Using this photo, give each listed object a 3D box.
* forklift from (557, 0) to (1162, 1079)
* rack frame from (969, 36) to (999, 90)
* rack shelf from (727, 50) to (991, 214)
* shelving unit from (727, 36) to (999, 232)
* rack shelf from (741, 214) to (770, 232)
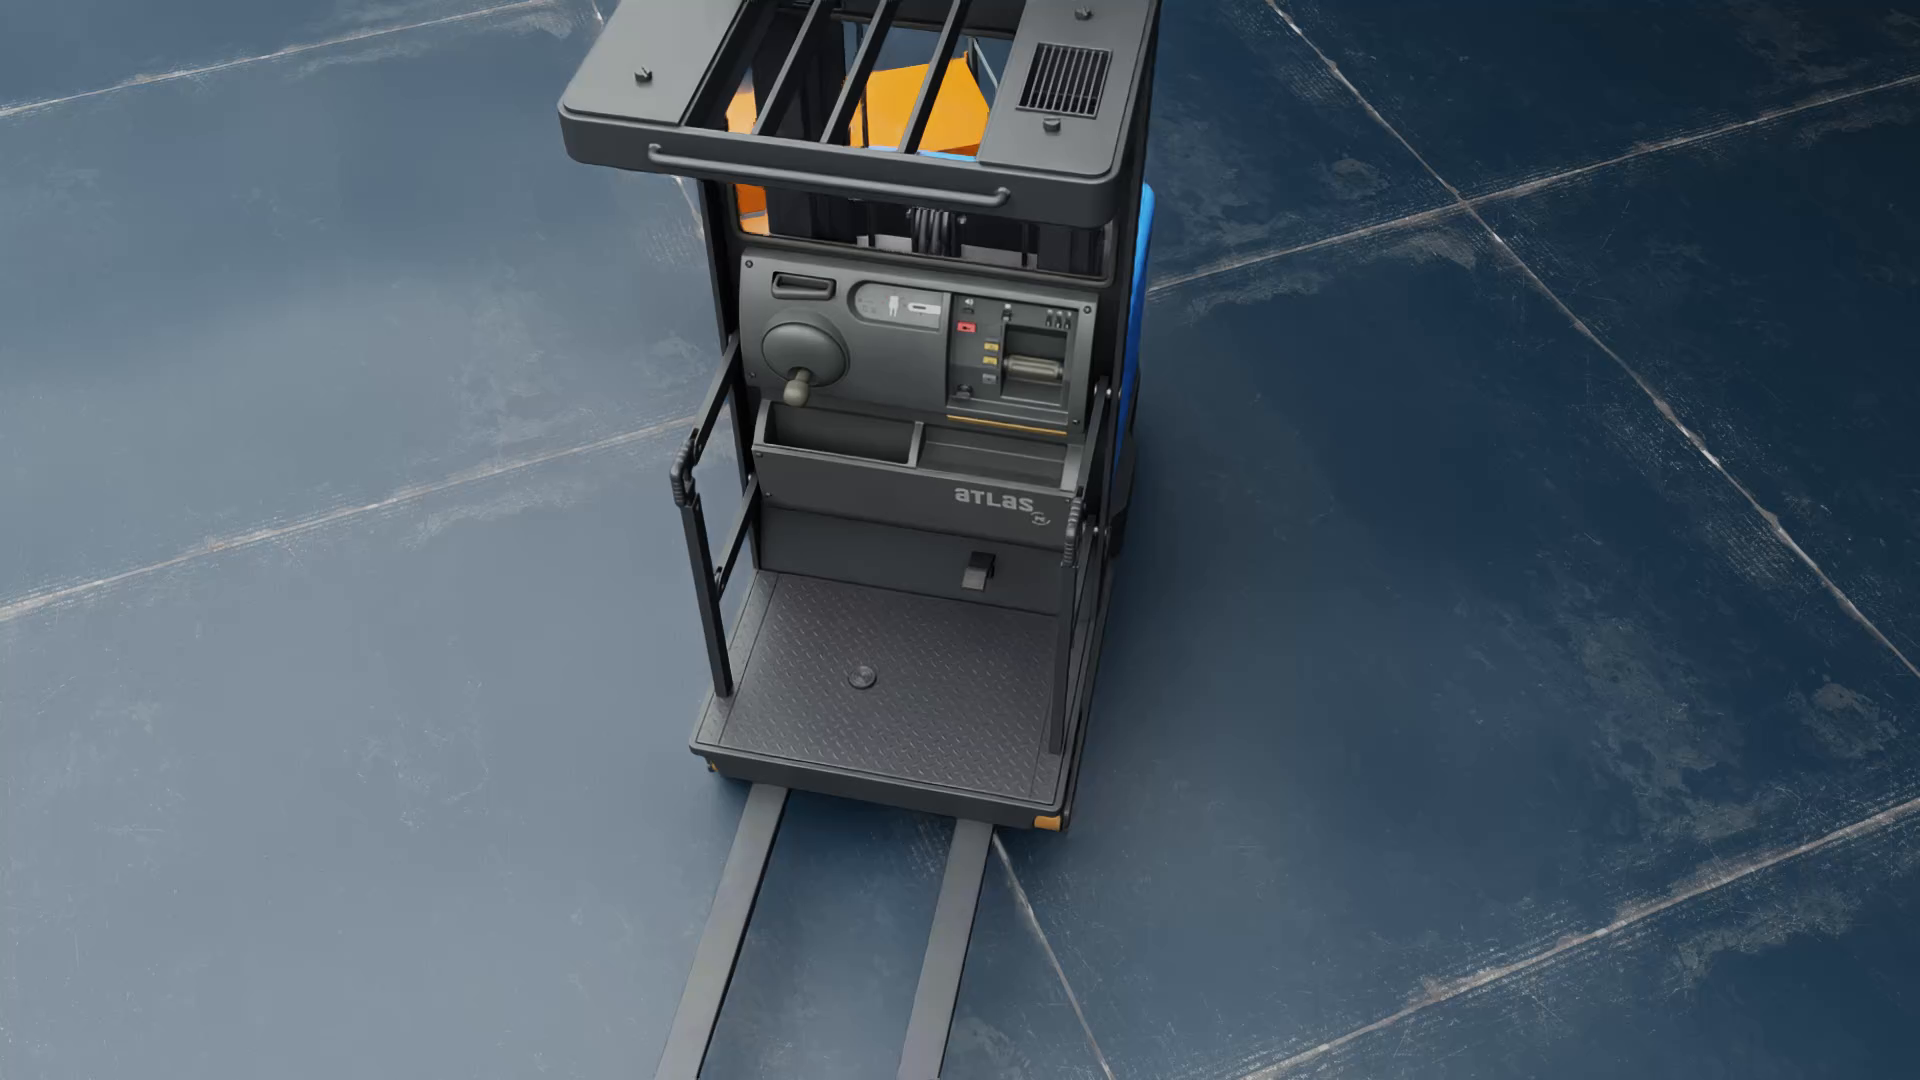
[{"bbox_3d":[-0.157,-0.401,4.162,1.130,2.935,3.031,9,50,7],"label":"forklift"},{"bbox_3d":[0.114,-1.284,6.111,0.032,1.125,0.500,-12,50,-10],"label":"rack frame"},{"bbox_3d":[-0.375,-1.368,5.797,1.000,0.278,0.538,-12,50,-10],"label":"rack shelf"},{"bbox_3d":[-0.375,-1.177,6.019,1.048,1.125,0.538,-12,50,-10],"label":"shelving unit"},{"bbox_3d":[-0.375,-1.018,6.205,1.000,0.278,0.538,-12,50,-10],"label":"rack shelf"}]
